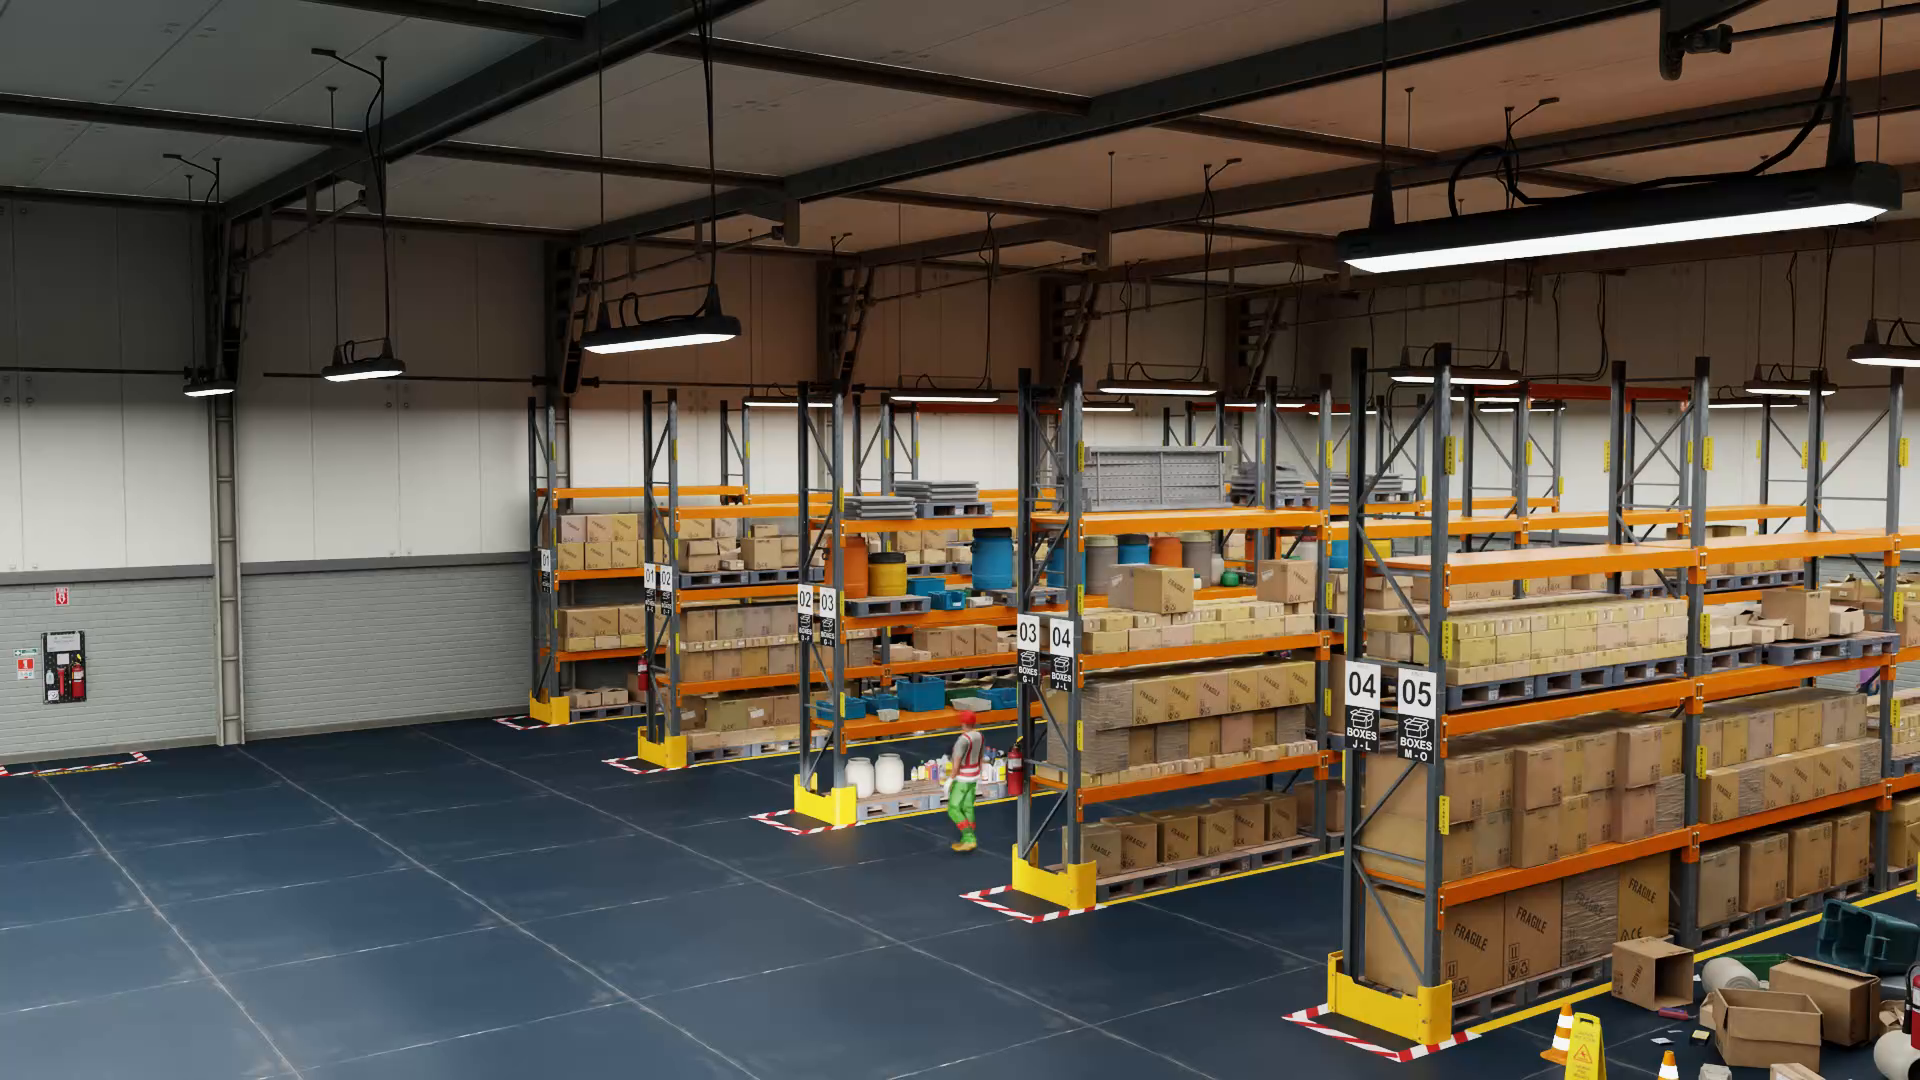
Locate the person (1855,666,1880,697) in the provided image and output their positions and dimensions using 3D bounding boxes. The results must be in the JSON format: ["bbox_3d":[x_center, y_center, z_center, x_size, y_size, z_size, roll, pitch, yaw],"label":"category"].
[{"bbox_3d":[16.272,2.628,29.791,0.401,1.648,0.468,-1,3,-13],"label":"person"}]

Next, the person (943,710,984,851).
[{"bbox_3d":[0.055,3.027,20.942,0.430,1.798,0.587,1,4,19],"label":"person"}]
